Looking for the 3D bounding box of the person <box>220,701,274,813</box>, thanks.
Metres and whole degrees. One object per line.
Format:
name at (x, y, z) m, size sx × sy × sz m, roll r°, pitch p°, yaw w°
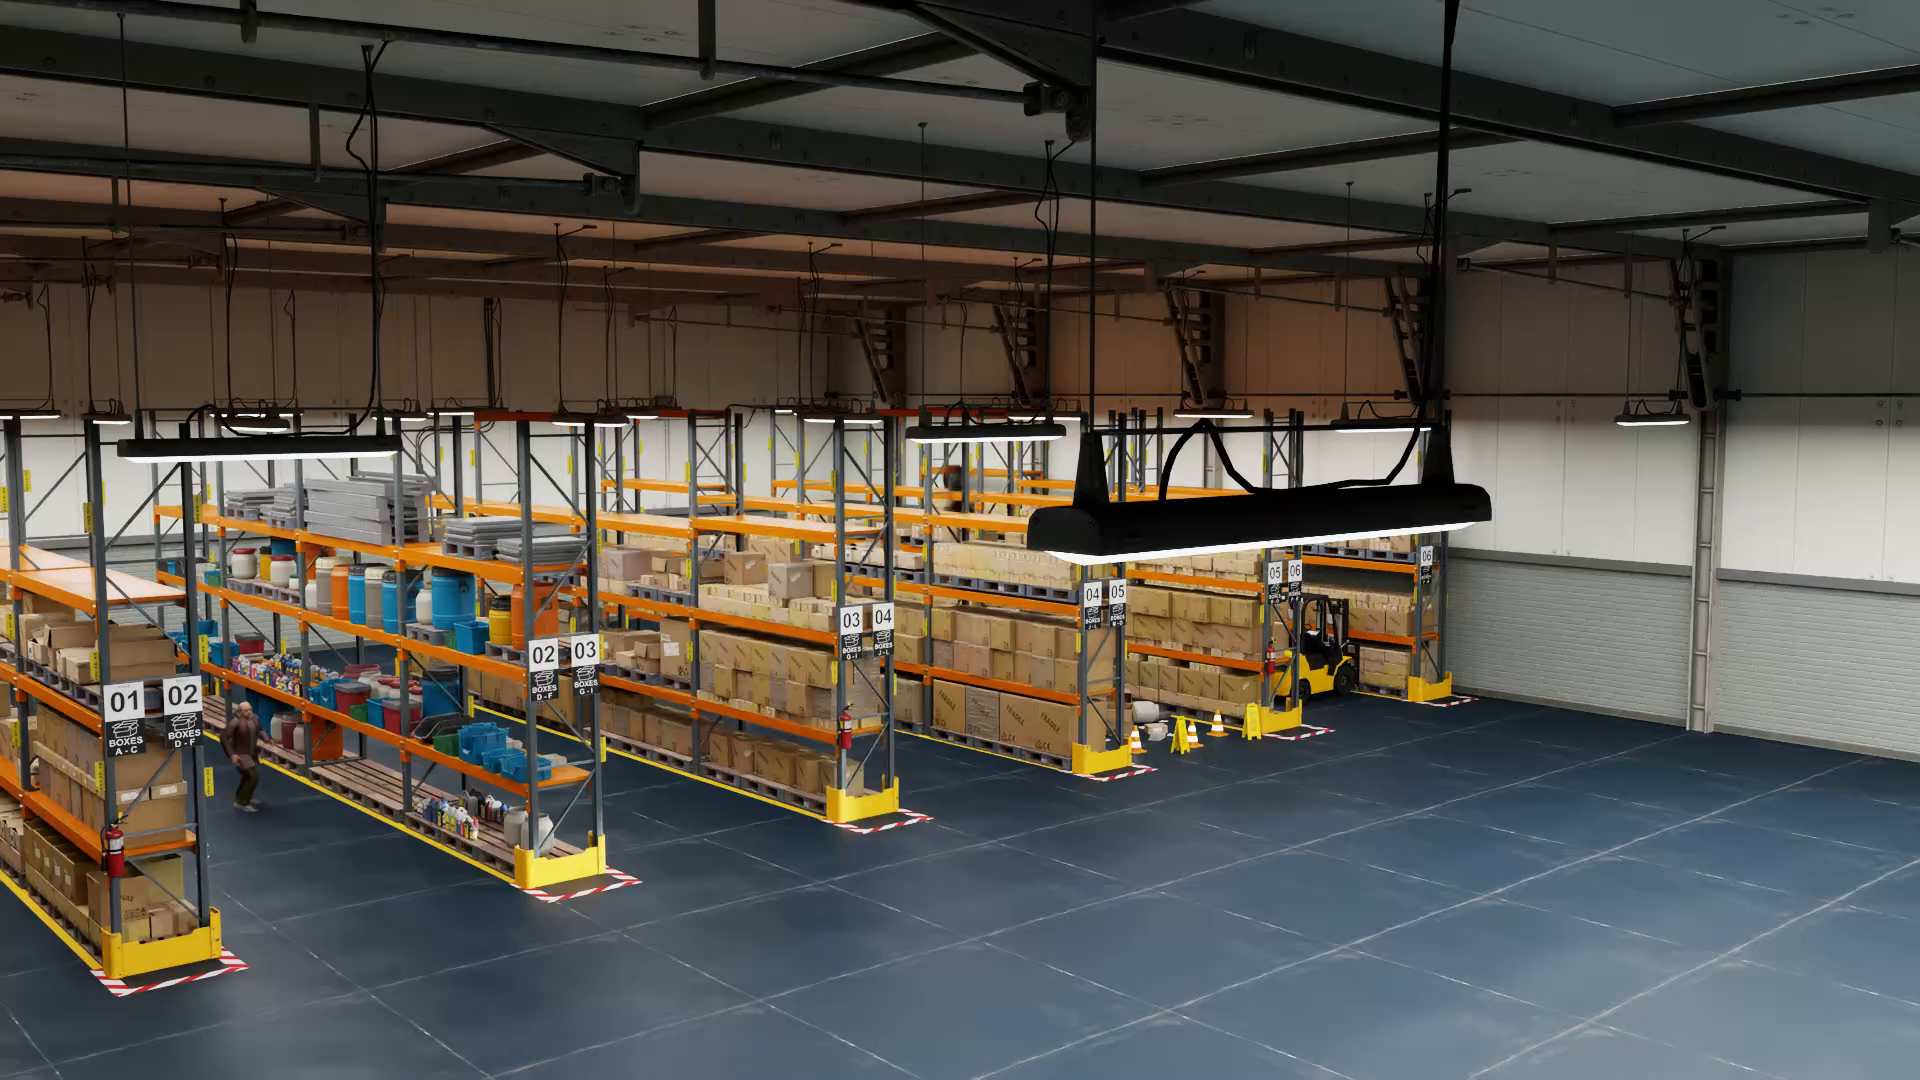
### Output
person at (-10.833, 3.288, 25.304) m, size 0.817 × 1.709 × 0.728 m, roll 1°, pitch 5°, yaw 11°
